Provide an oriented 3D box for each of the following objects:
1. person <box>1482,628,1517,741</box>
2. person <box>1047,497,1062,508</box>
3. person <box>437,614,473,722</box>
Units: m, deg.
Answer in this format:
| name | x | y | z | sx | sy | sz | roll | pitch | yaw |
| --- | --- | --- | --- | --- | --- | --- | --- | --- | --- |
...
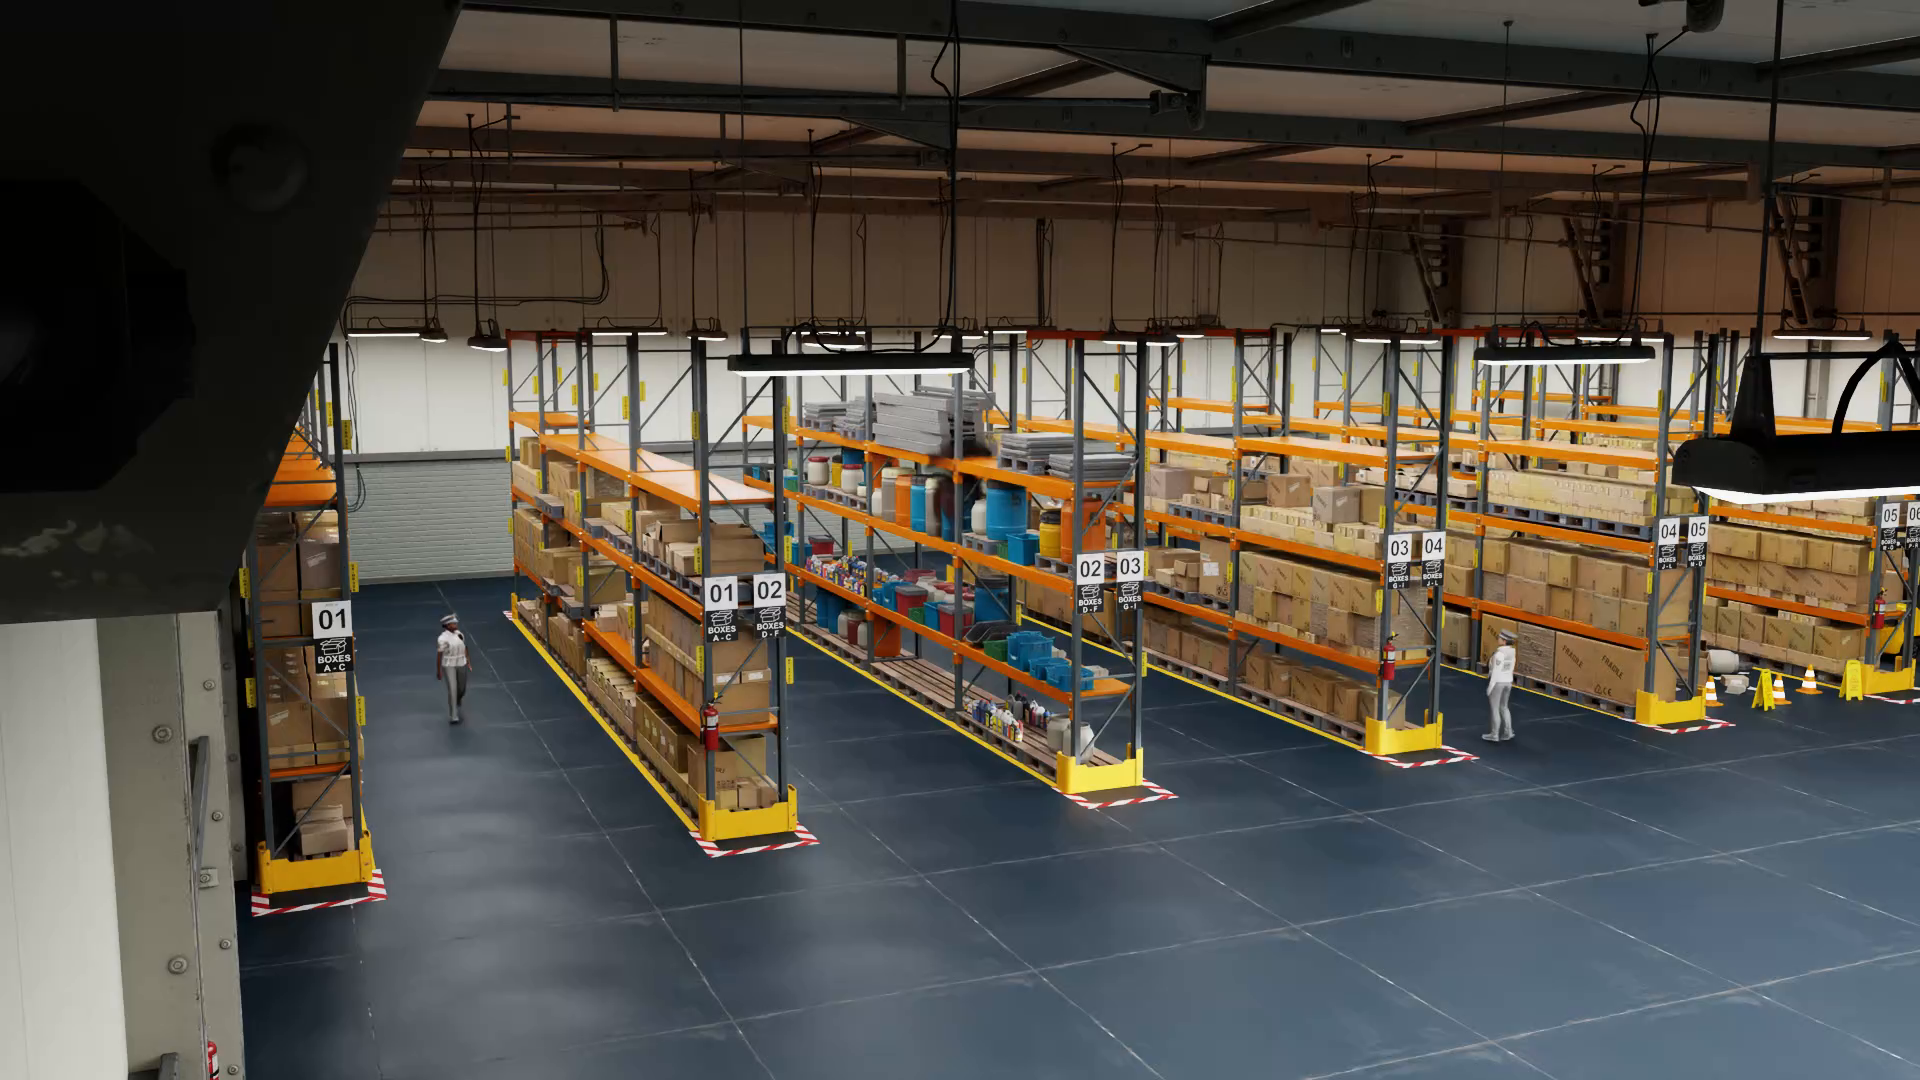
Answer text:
| name | x | y | z | sx | sy | sz | roll | pitch | yaw |
| --- | --- | --- | --- | --- | --- | --- | --- | --- | --- |
| person | 8.040 | 2.166 | 24.655 | 0.496 | 1.736 | 0.376 | -3 | 8 | -22 |
| person | 2.426 | -0.389 | 42.834 | 0.509 | 1.763 | 0.508 | 3 | 8 | 21 |
| person | -7.954 | 1.966 | 26.128 | 0.533 | 1.640 | 0.917 | -4 | 9 | -29 |
